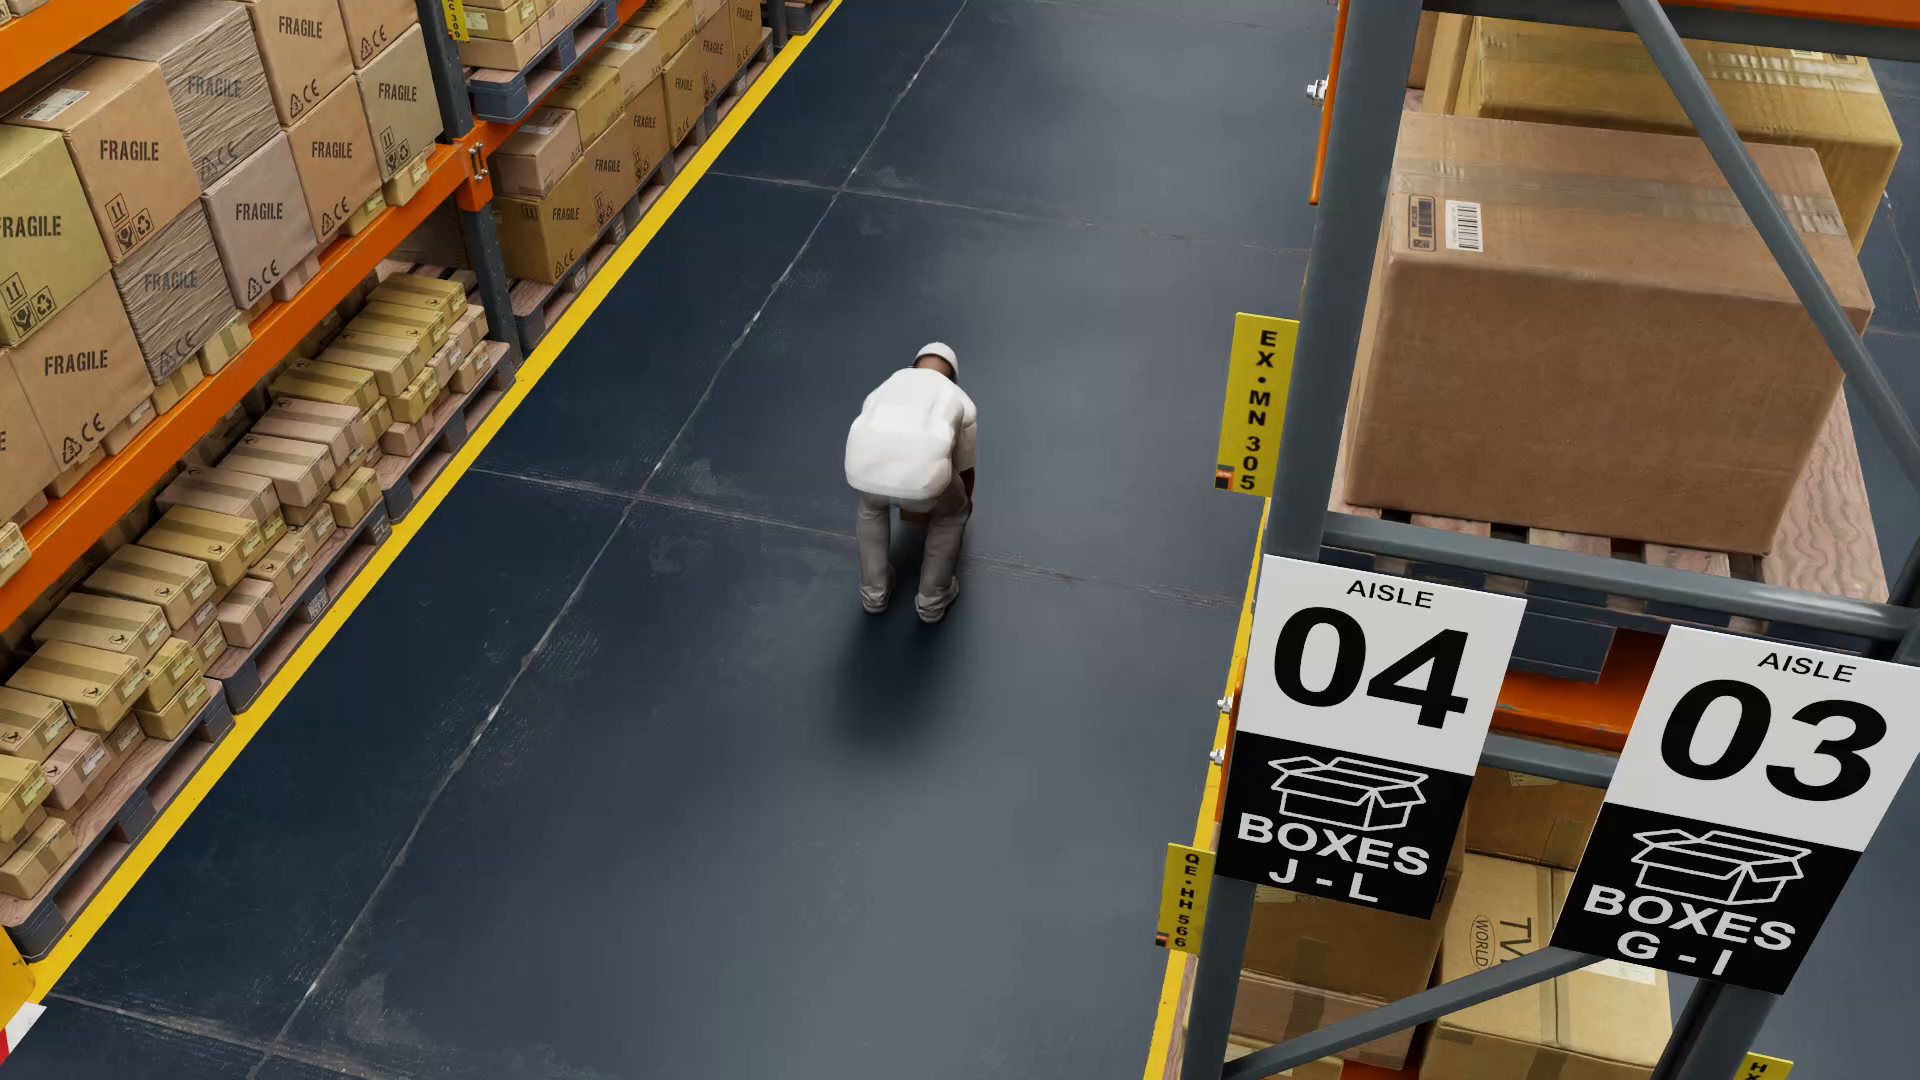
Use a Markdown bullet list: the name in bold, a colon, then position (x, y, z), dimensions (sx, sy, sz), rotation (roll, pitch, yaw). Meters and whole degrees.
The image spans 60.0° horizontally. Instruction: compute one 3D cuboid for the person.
- **person**: position (-0.184, -0.269, 7.010), dimensions (0.496, 1.031, 0.979), rotation (8, 41, 9)
